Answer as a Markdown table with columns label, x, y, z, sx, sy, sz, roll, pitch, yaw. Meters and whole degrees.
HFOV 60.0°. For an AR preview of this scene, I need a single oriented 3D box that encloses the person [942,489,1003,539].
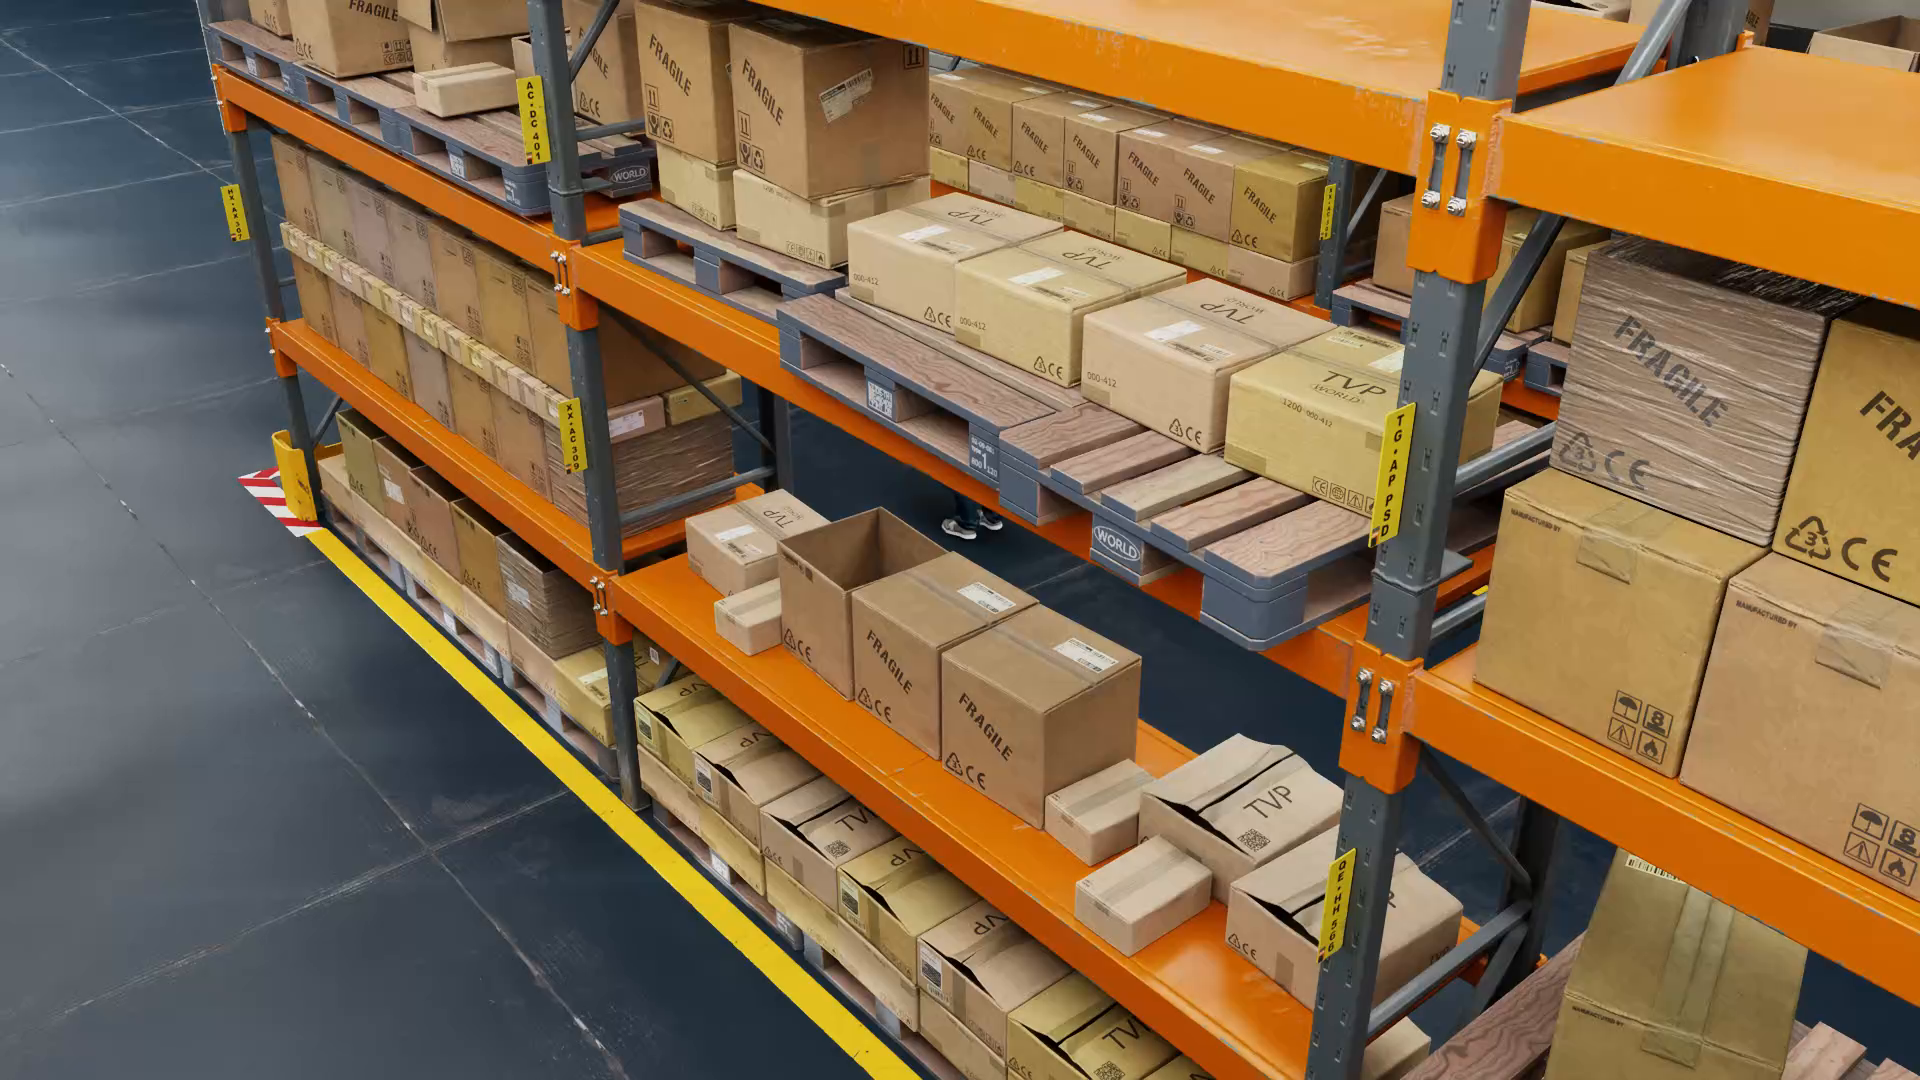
| label | x | y | z | sx | sy | sz | roll | pitch | yaw |
| --- | --- | --- | --- | --- | --- | --- | --- | --- | --- |
| person | -0.015 | -0.722 | 10.199 | 0.381 | 1.374 | 0.727 | -23 | 36 | -36 |
